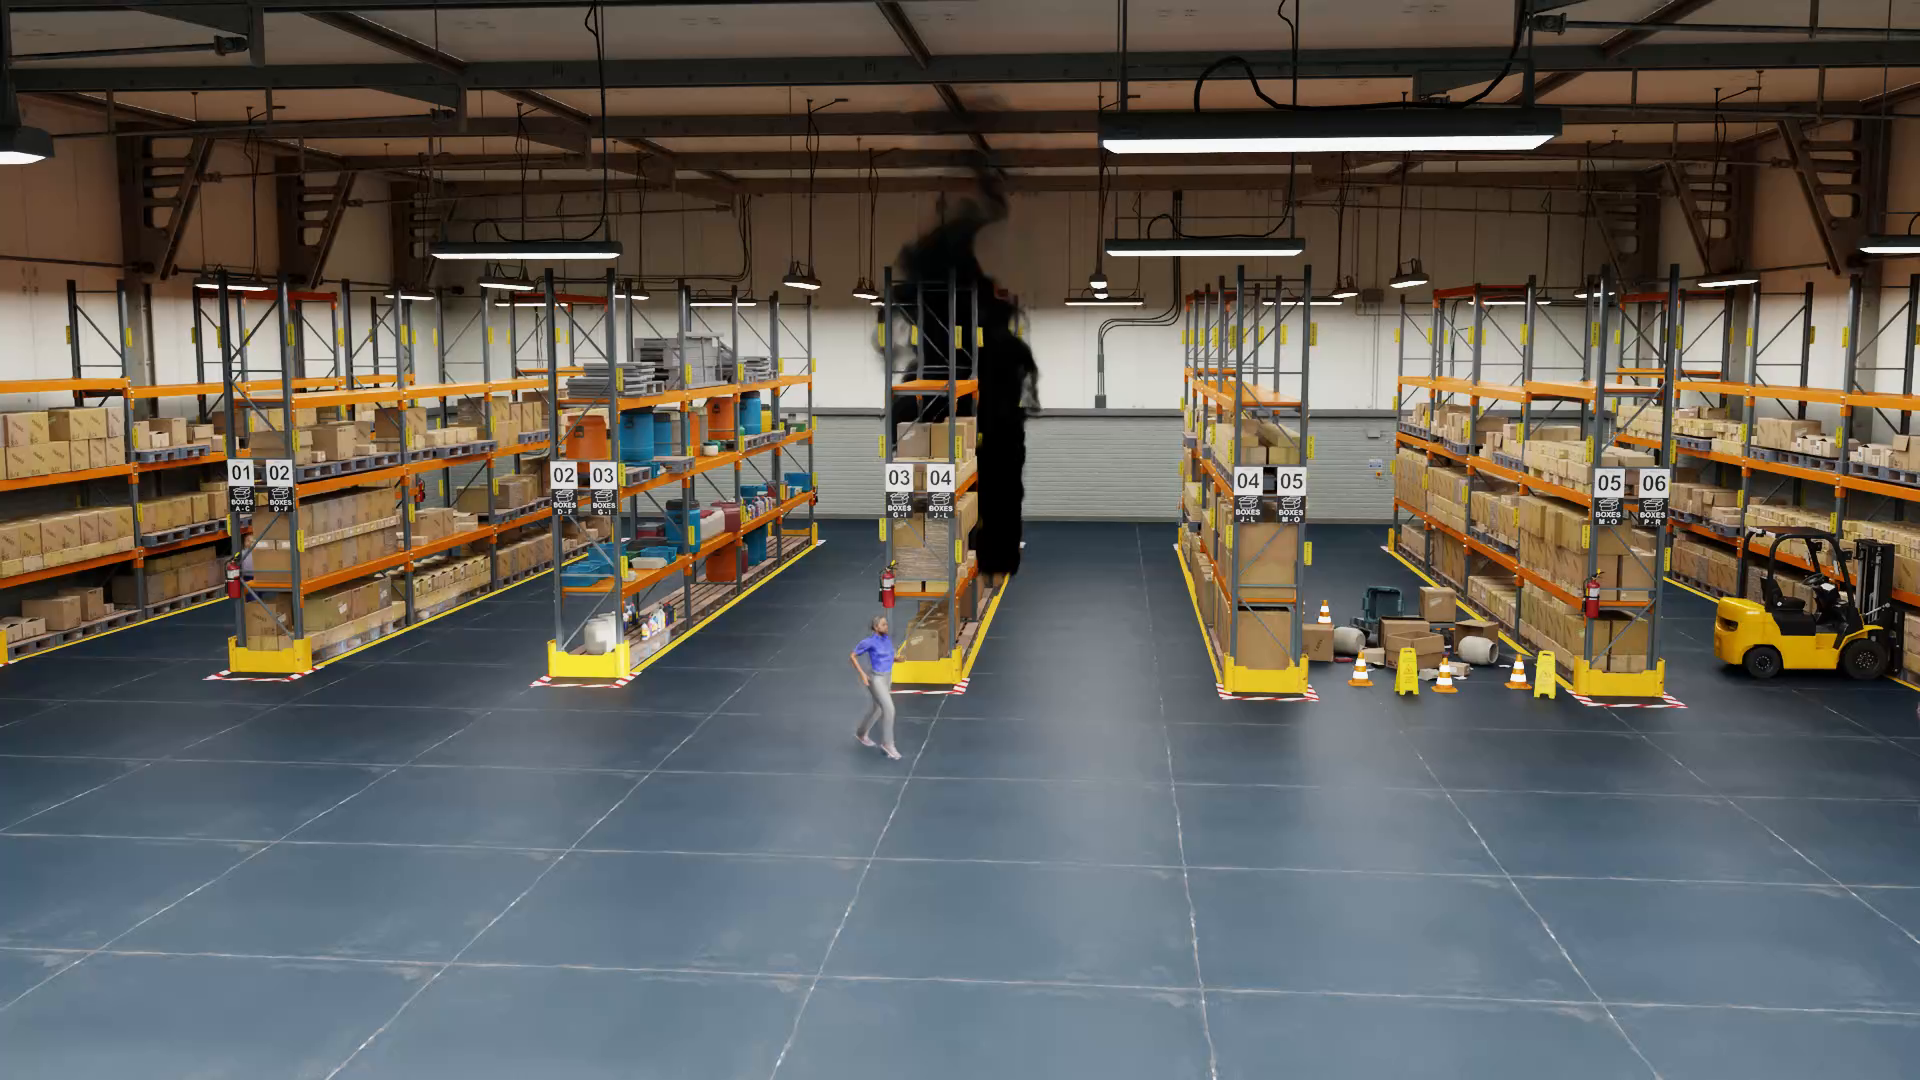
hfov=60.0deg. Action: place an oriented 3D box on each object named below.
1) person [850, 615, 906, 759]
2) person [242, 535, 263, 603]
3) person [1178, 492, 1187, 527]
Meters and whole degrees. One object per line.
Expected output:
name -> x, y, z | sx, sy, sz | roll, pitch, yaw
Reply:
person -> -0.985, 1.755, 20.049 | 0.777, 1.718, 0.547 | 4, 8, 28
person -> -12.044, 0.798, 28.298 | 0.585, 1.623, 0.708 | 0, 7, 0
person -> 5.608, -0.765, 40.657 | 0.556, 1.715, 0.751 | 0, 7, -2
